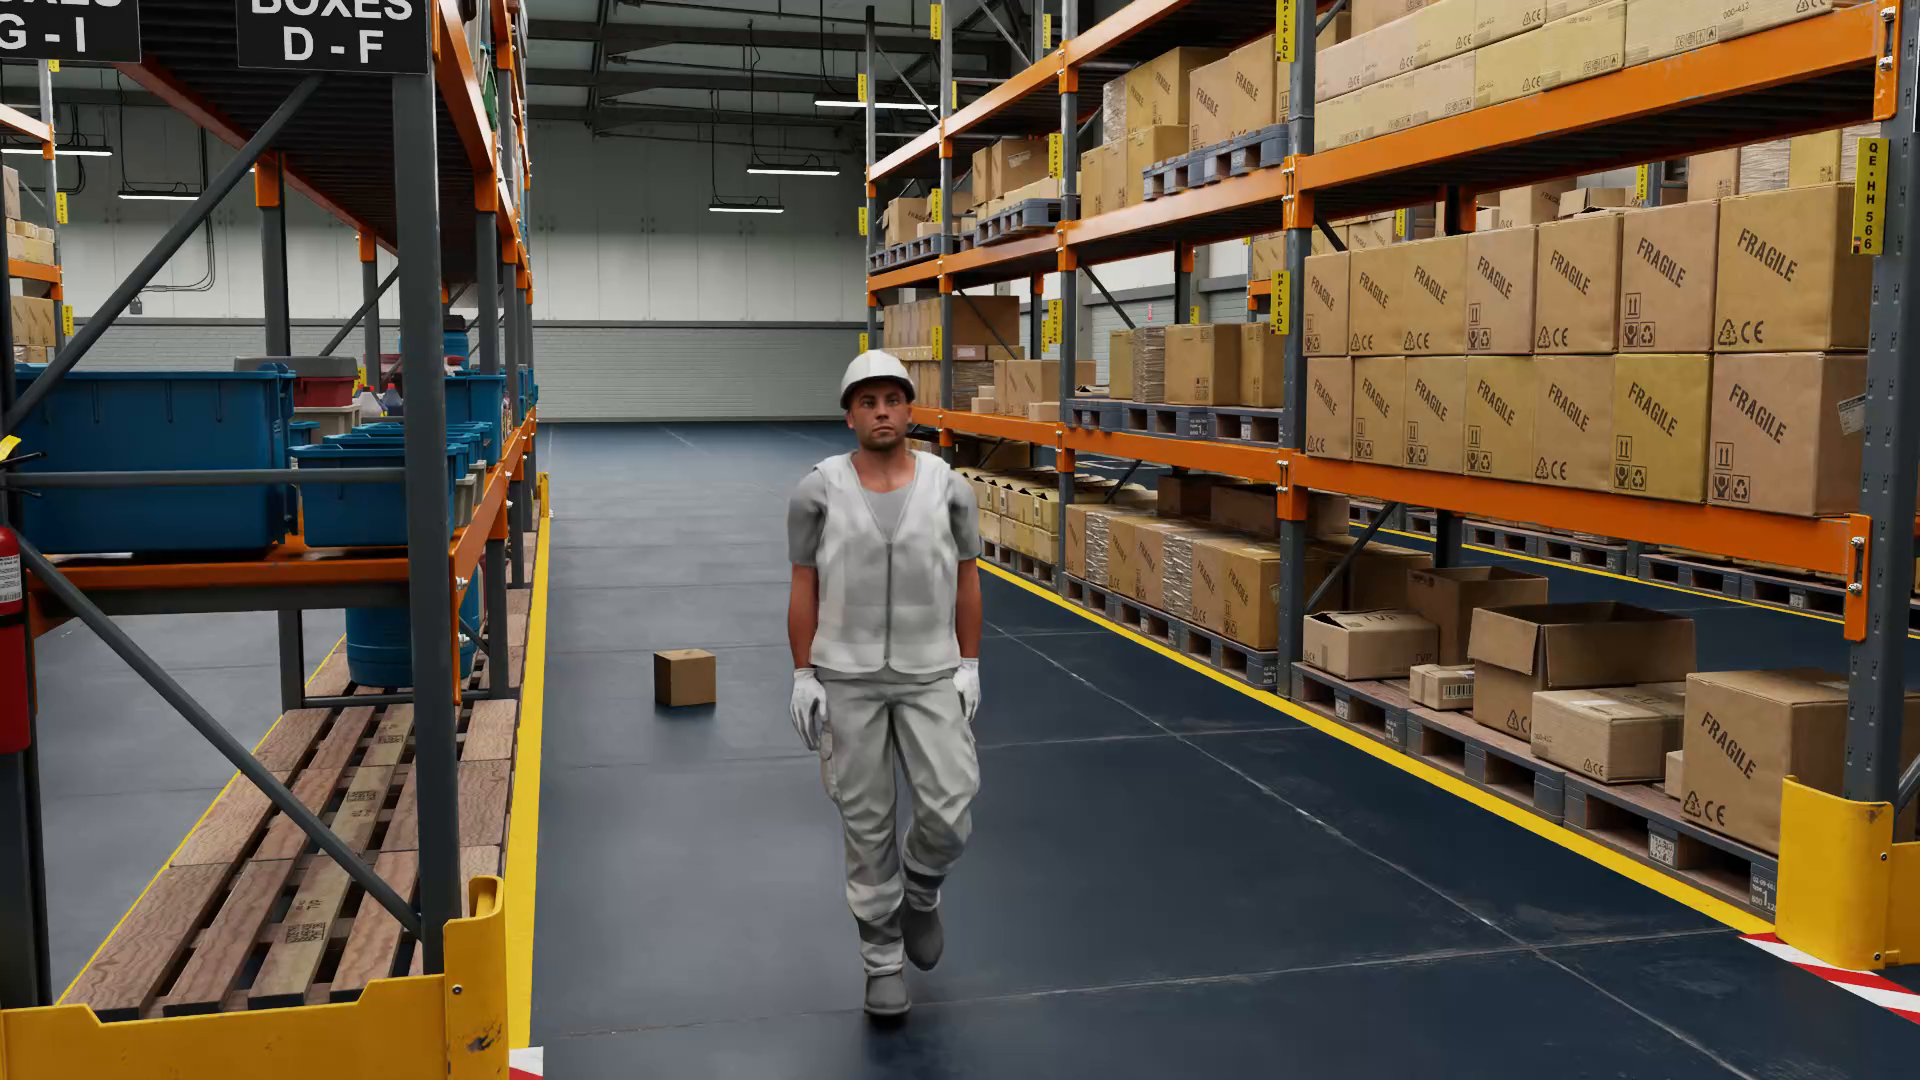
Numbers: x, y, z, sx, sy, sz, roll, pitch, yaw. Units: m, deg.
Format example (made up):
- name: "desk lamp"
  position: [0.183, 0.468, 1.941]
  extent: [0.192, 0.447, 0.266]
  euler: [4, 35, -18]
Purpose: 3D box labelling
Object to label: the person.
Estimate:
- name: "person"
  position: [-0.198, 0.375, 4.522]
  extent: [0.537, 1.779, 0.515]
  euler: [-1, 6, -6]
